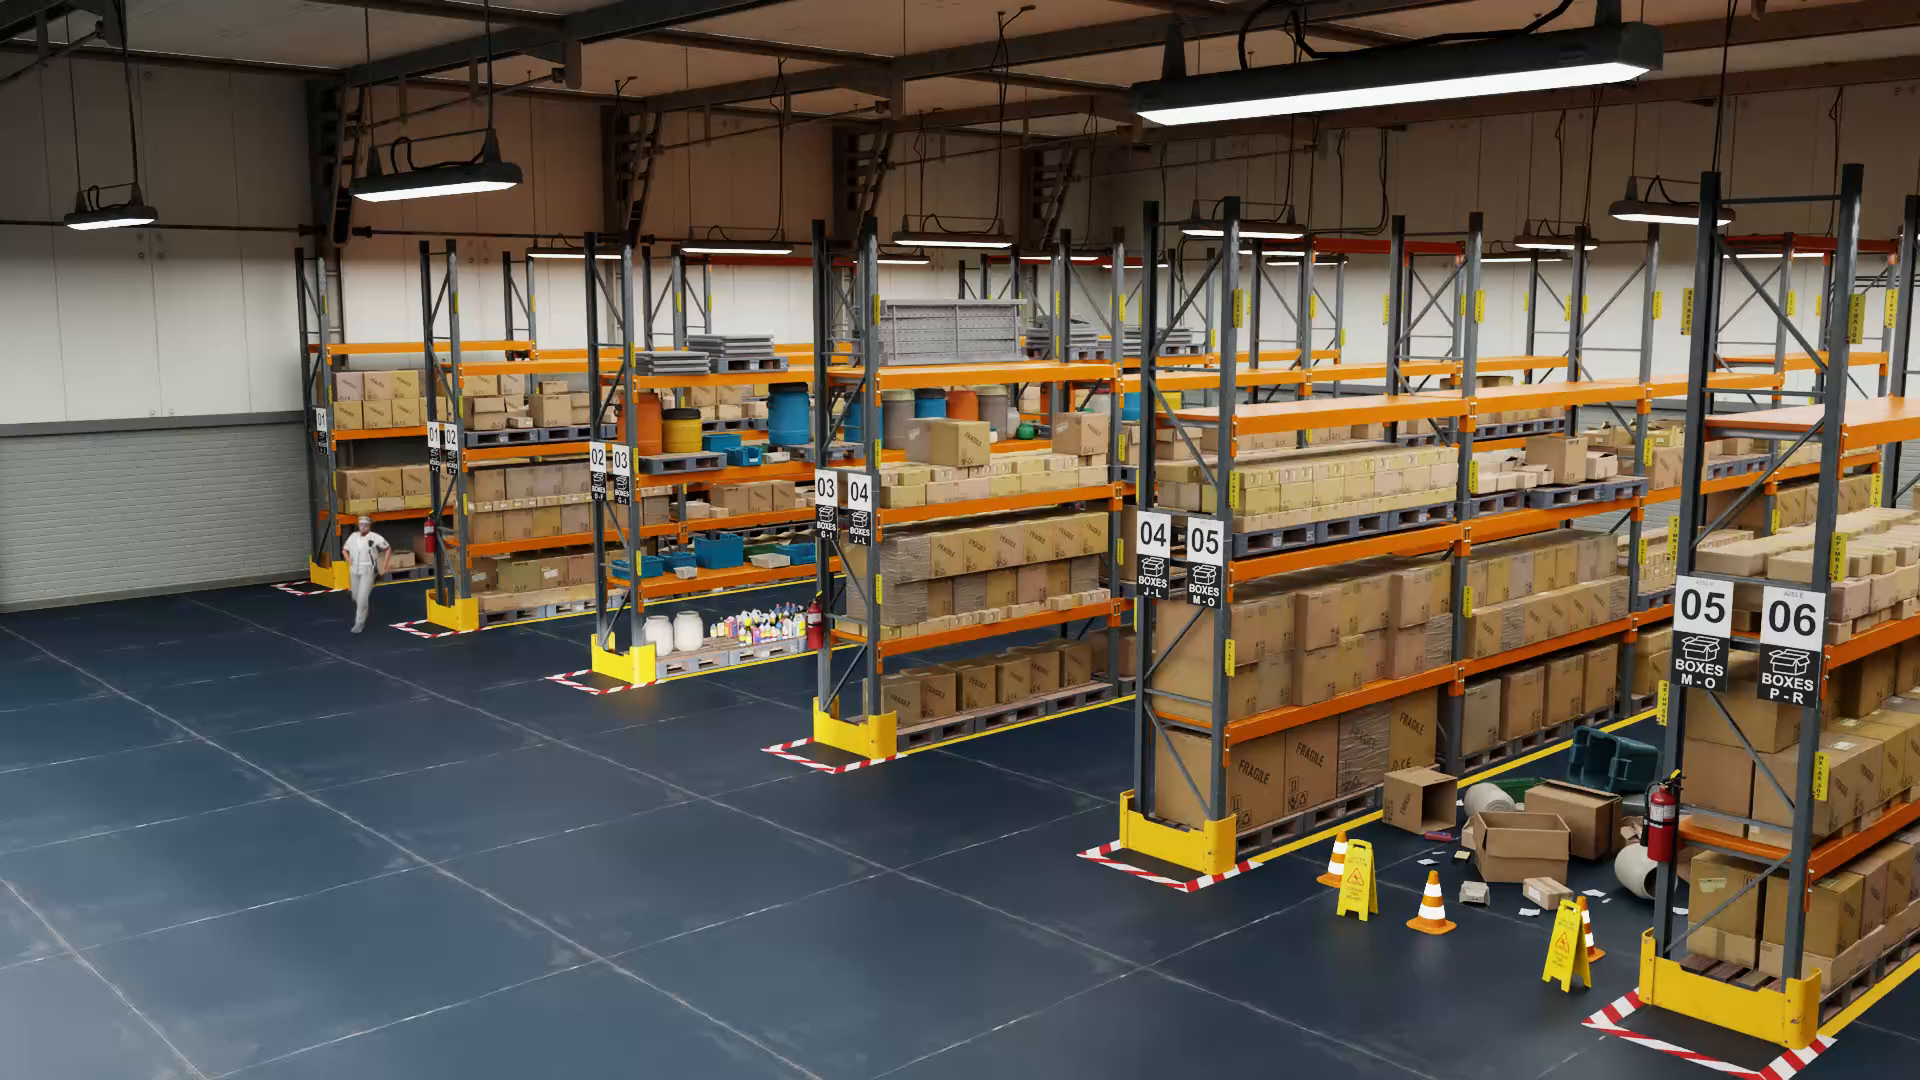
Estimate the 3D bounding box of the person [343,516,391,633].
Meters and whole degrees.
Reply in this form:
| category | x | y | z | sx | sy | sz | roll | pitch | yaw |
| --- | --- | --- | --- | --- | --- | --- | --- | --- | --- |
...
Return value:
| category | x | y | z | sx | sy | sz | roll | pitch | yaw |
| --- | --- | --- | --- | --- | --- | --- | --- | --- | --- |
| person | -9.255 | 0.493 | 25.912 | 0.712 | 1.780 | 0.901 | 0 | 8 | 3 |
